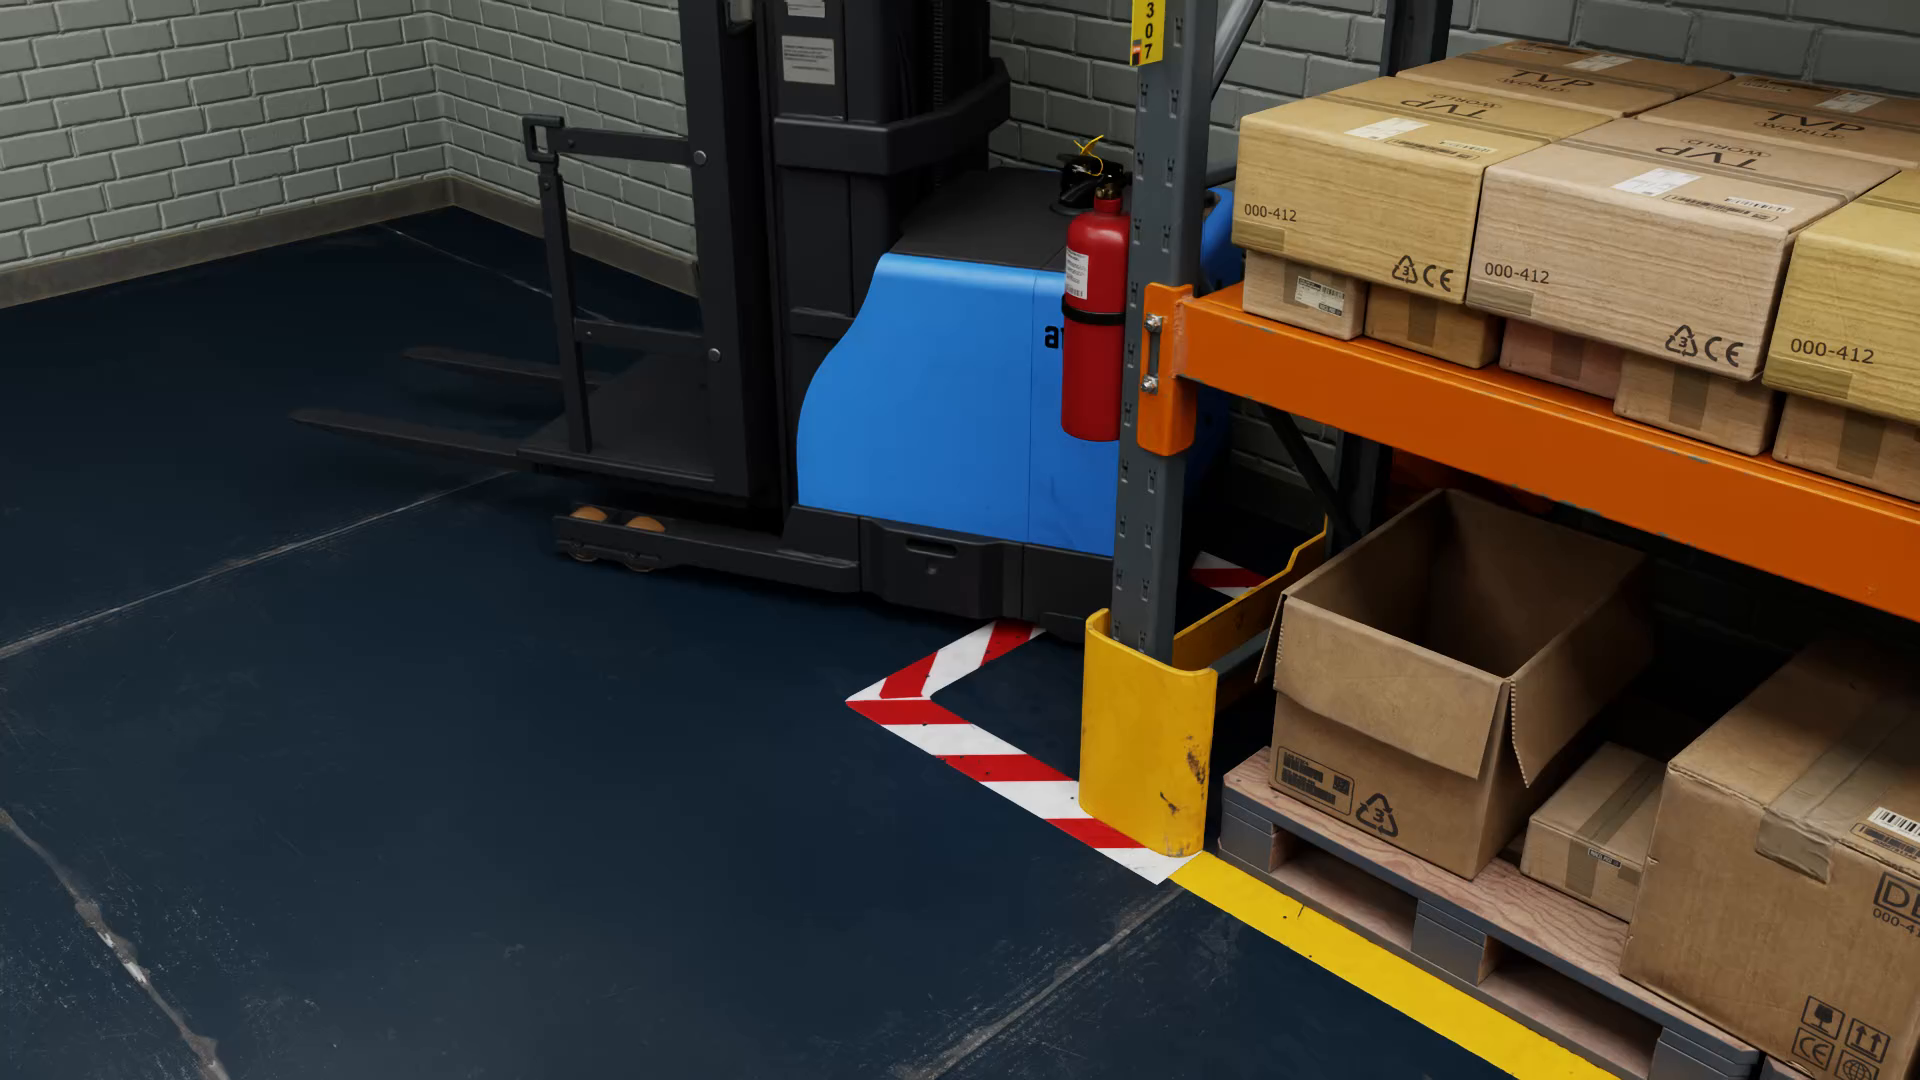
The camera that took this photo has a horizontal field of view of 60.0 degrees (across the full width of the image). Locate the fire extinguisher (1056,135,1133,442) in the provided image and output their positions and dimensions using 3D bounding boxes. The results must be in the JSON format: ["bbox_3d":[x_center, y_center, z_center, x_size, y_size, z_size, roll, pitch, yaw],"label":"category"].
[{"bbox_3d":[0.310,-0.549,3.555,0.183,0.674,0.296,25,36,38],"label":"fire extinguisher"}]

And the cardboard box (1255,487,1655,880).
[{"bbox_3d":[1.108,0.296,3.695,0.637,0.503,0.797,23,35,37],"label":"cardboard box"}]

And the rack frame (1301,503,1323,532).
[{"bbox_3d":[1.237,-0.454,4.453,0.015,1.200,0.240,39,49,12],"label":"rack frame"}]

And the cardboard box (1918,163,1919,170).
[{"bbox_3d":[1.969,-0.525,2.867,0.500,0.250,0.500,-24,36,-38],"label":"cardboard box"}]

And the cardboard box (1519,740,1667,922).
[{"bbox_3d":[1.384,0.605,3.489,0.250,0.149,0.380,23,35,37],"label":"cardboard box"}]

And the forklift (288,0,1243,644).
[{"bbox_3d":[-0.714,-1.418,4.798,3.031,2.935,1.130,10,29,18],"label":"forklift"}]

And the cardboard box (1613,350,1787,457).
[{"bbox_3d":[1.344,-0.300,2.867,0.380,0.149,0.250,-24,36,-38],"label":"cardboard box"}]

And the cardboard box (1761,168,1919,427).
[{"bbox_3d":[1.597,-0.353,2.540,0.500,0.250,0.500,24,36,37],"label":"cardboard box"}]

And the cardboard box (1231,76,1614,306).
[{"bbox_3d":[0.873,-0.682,3.165,0.500,0.250,0.500,25,37,39],"label":"cardboard box"}]

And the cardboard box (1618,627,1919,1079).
[{"bbox_3d":[1.691,0.590,3.140,0.700,0.500,0.500,-24,36,-37],"label":"cardboard box"}]

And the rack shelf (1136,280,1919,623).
[{"bbox_3d":[2.165,0.117,2.577,4.000,0.370,1.077,25,36,38],"label":"rack shelf"}]

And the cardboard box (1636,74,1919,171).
[{"bbox_3d":[1.620,-0.688,3.178,0.500,0.250,0.500,25,36,39],"label":"cardboard box"}]

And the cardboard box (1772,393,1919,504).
[{"bbox_3d":[1.537,-0.215,2.706,0.380,0.149,0.250,-25,36,-38],"label":"cardboard box"}]

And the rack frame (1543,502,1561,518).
[{"bbox_3d":[1.607,-0.153,4.349,0.015,1.200,0.240,39,49,12],"label":"rack frame"}]

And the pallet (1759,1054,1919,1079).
[{"bbox_3d":[2.228,1.063,3.002,1.213,0.211,1.003,25,36,38],"label":"pallet"}]

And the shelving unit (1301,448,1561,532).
[{"bbox_3d":[1.422,-0.304,4.401,0.503,1.200,0.258,39,49,12],"label":"shelving unit"}]

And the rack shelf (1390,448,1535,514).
[{"bbox_3d":[1.346,-0.142,4.598,0.480,0.148,0.258,39,49,12],"label":"rack shelf"}]

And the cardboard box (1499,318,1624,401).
[{"bbox_3d":[1.206,-0.402,3.062,0.250,0.149,0.380,24,36,38],"label":"cardboard box"}]

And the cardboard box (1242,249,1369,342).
[{"bbox_3d":[0.781,-0.544,3.332,0.250,0.149,0.380,24,36,38],"label":"cardboard box"}]

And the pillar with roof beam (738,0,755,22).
[{"bbox_3d":[-3.570,-3.259,1.779,0.400,9.000,9.100,25,36,38],"label":"pillar with roof beam"}]

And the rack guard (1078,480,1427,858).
[{"bbox_3d":[0.793,0.277,4.185,0.348,0.500,1.175,25,36,38],"label":"rack guard"}]

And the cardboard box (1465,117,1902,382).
[{"bbox_3d":[1.233,-0.517,2.852,0.500,0.250,0.500,-25,37,-39],"label":"cardboard box"}]

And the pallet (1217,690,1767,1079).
[{"bbox_3d":[1.362,0.665,3.758,1.213,0.211,1.003,25,36,38],"label":"pallet"}]

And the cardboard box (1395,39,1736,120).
[{"bbox_3d":[1.253,-0.857,3.498,0.500,0.250,0.500,-24,36,-38],"label":"cardboard box"}]

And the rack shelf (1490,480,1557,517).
[{"bbox_3d":[1.403,-0.263,4.451,0.480,0.148,0.258,39,49,12],"label":"rack shelf"}]

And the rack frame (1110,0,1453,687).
[{"bbox_3d":[0.739,-0.854,3.651,0.127,3.000,1.000,25,36,38],"label":"rack frame"}]

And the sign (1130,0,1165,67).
[{"bbox_3d":[0.358,-1.057,3.107,0.005,0.325,0.100,25,36,38],"label":"sign"}]

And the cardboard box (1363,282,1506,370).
[{"bbox_3d":[0.995,-0.477,3.203,0.380,0.149,0.250,-24,36,-38],"label":"cardboard box"}]
